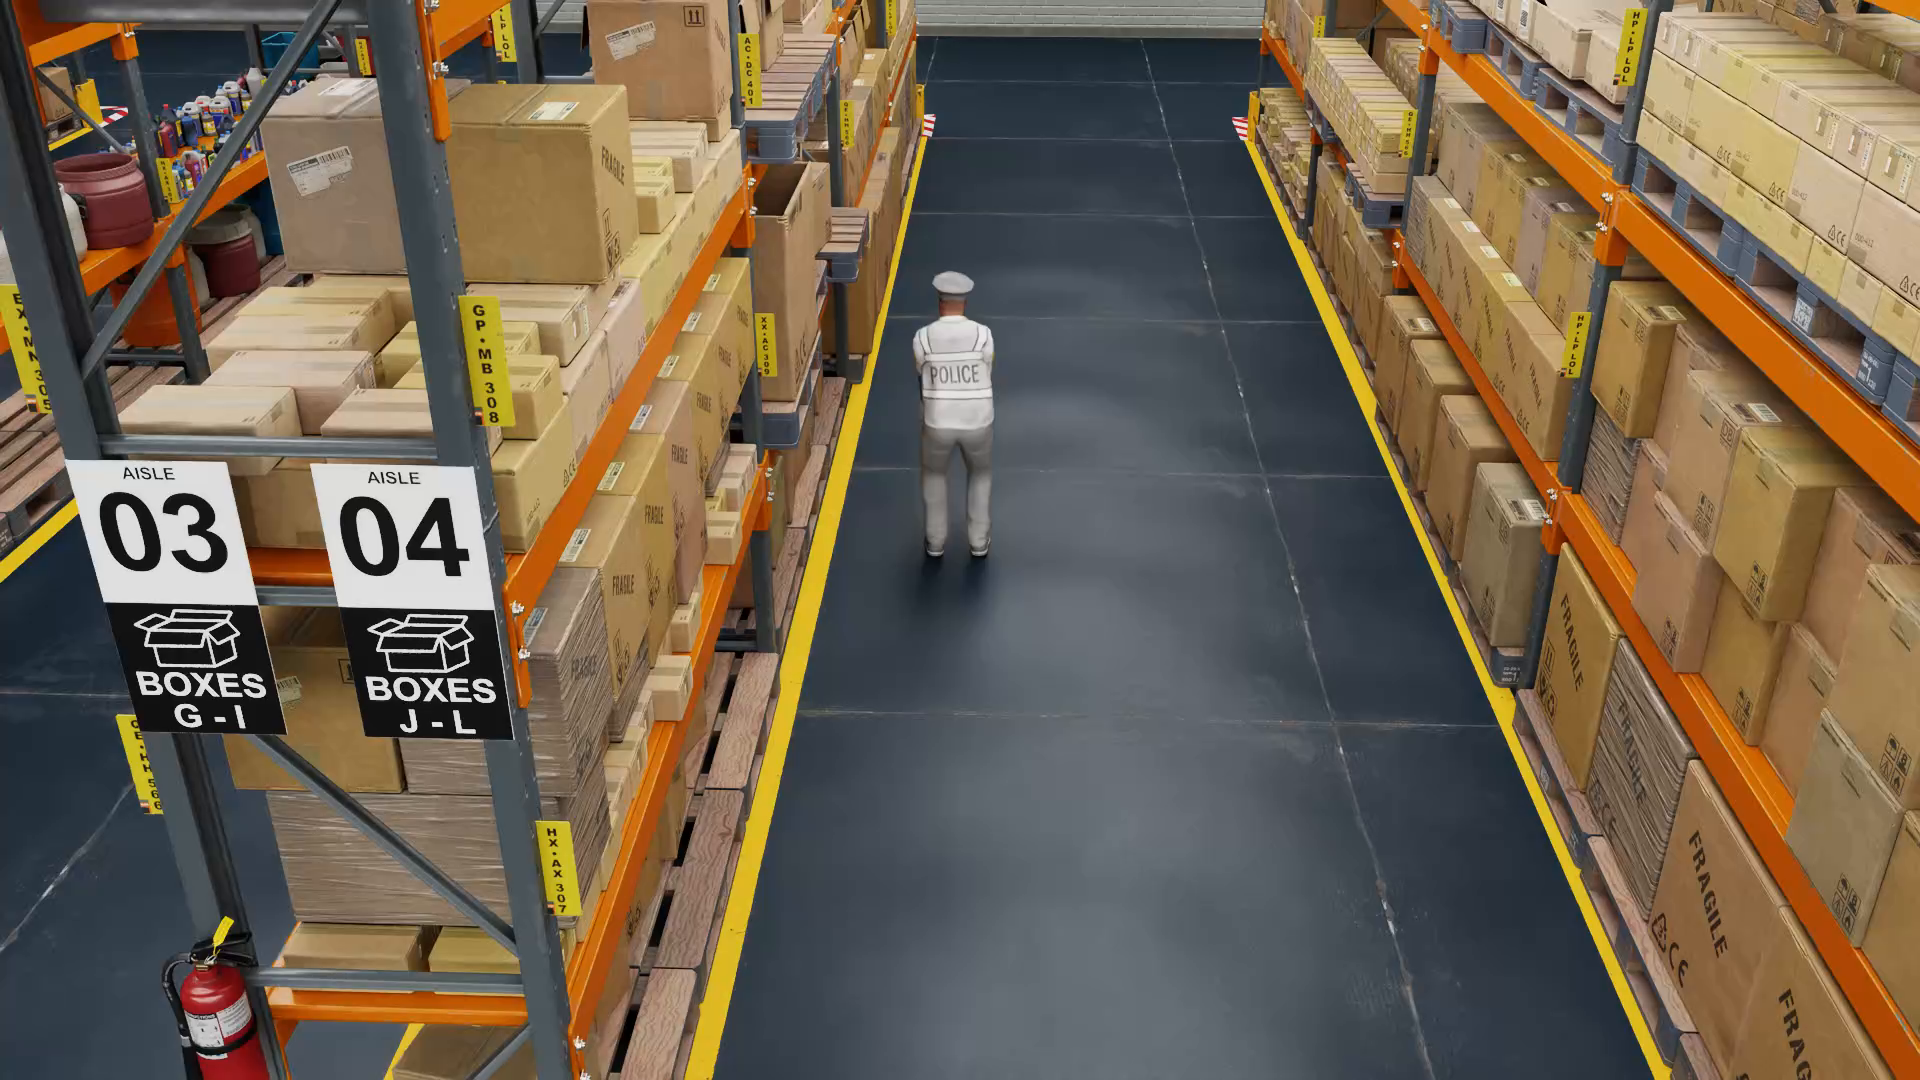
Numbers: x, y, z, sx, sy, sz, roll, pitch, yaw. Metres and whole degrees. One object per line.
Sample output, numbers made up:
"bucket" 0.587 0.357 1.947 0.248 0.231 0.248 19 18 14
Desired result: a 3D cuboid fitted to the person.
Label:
"person" -0.038 -0.747 10.055 0.485 1.738 0.597 -1 28 -1
